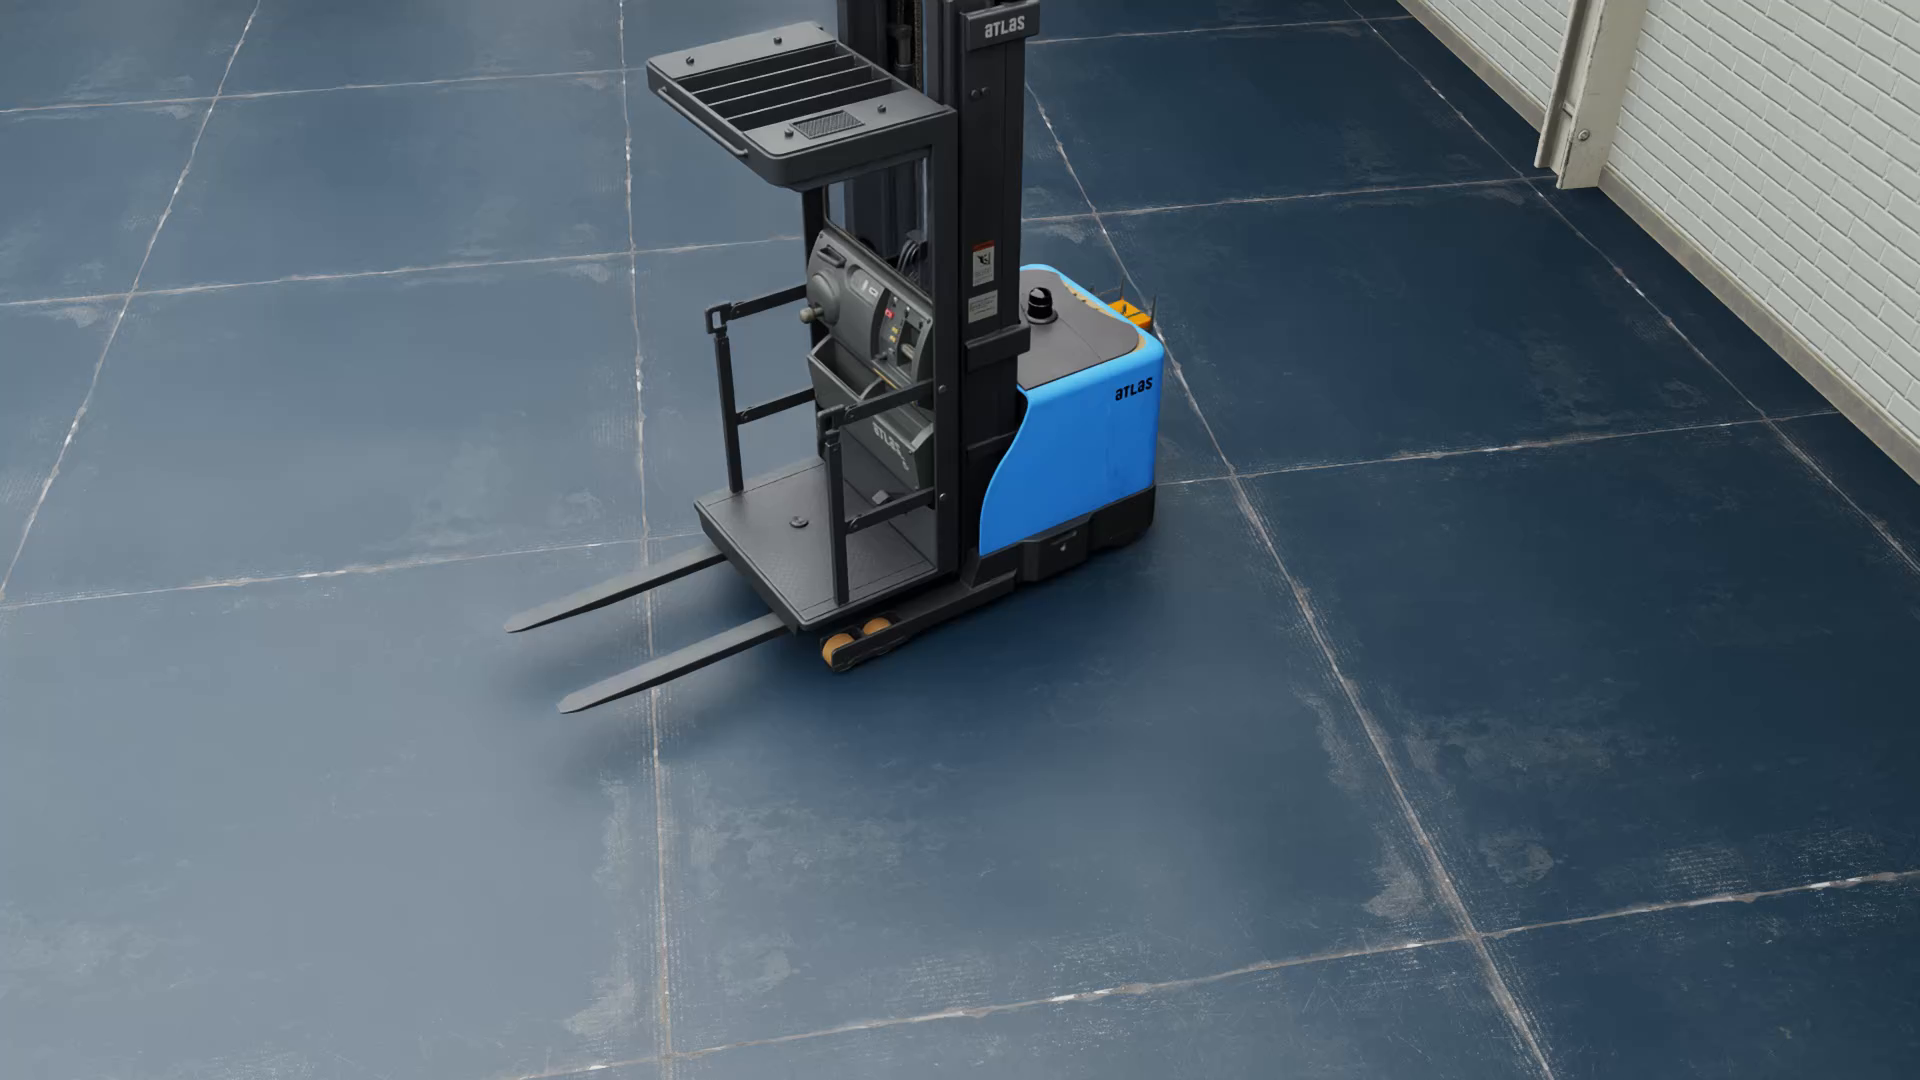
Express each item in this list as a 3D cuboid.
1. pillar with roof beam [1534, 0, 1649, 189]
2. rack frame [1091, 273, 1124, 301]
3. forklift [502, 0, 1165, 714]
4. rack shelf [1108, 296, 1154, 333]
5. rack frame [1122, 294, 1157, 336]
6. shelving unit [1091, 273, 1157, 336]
[{"bbox_3d":[-0.088,-5.586,8.005,9.100,9.000,0.400,-6,38,-8],"label":"pillar with roof beam"},{"bbox_3d":[0.710,-0.849,8.384,0.200,1.050,0.008,-22,43,-27],"label":"rack frame"},{"bbox_3d":[-0.564,-0.946,6.979,3.031,2.935,1.130,-22,43,-26],"label":"forklift"},{"bbox_3d":[0.783,-1.004,8.139,0.215,0.259,0.240,-22,43,-27],"label":"rack shelf"},{"bbox_3d":[0.847,-0.725,8.225,0.200,1.050,0.008,-22,43,-27],"label":"rack frame"},{"bbox_3d":[0.779,-0.787,8.304,0.215,1.050,0.252,-22,43,-27],"label":"shelving unit"}]
